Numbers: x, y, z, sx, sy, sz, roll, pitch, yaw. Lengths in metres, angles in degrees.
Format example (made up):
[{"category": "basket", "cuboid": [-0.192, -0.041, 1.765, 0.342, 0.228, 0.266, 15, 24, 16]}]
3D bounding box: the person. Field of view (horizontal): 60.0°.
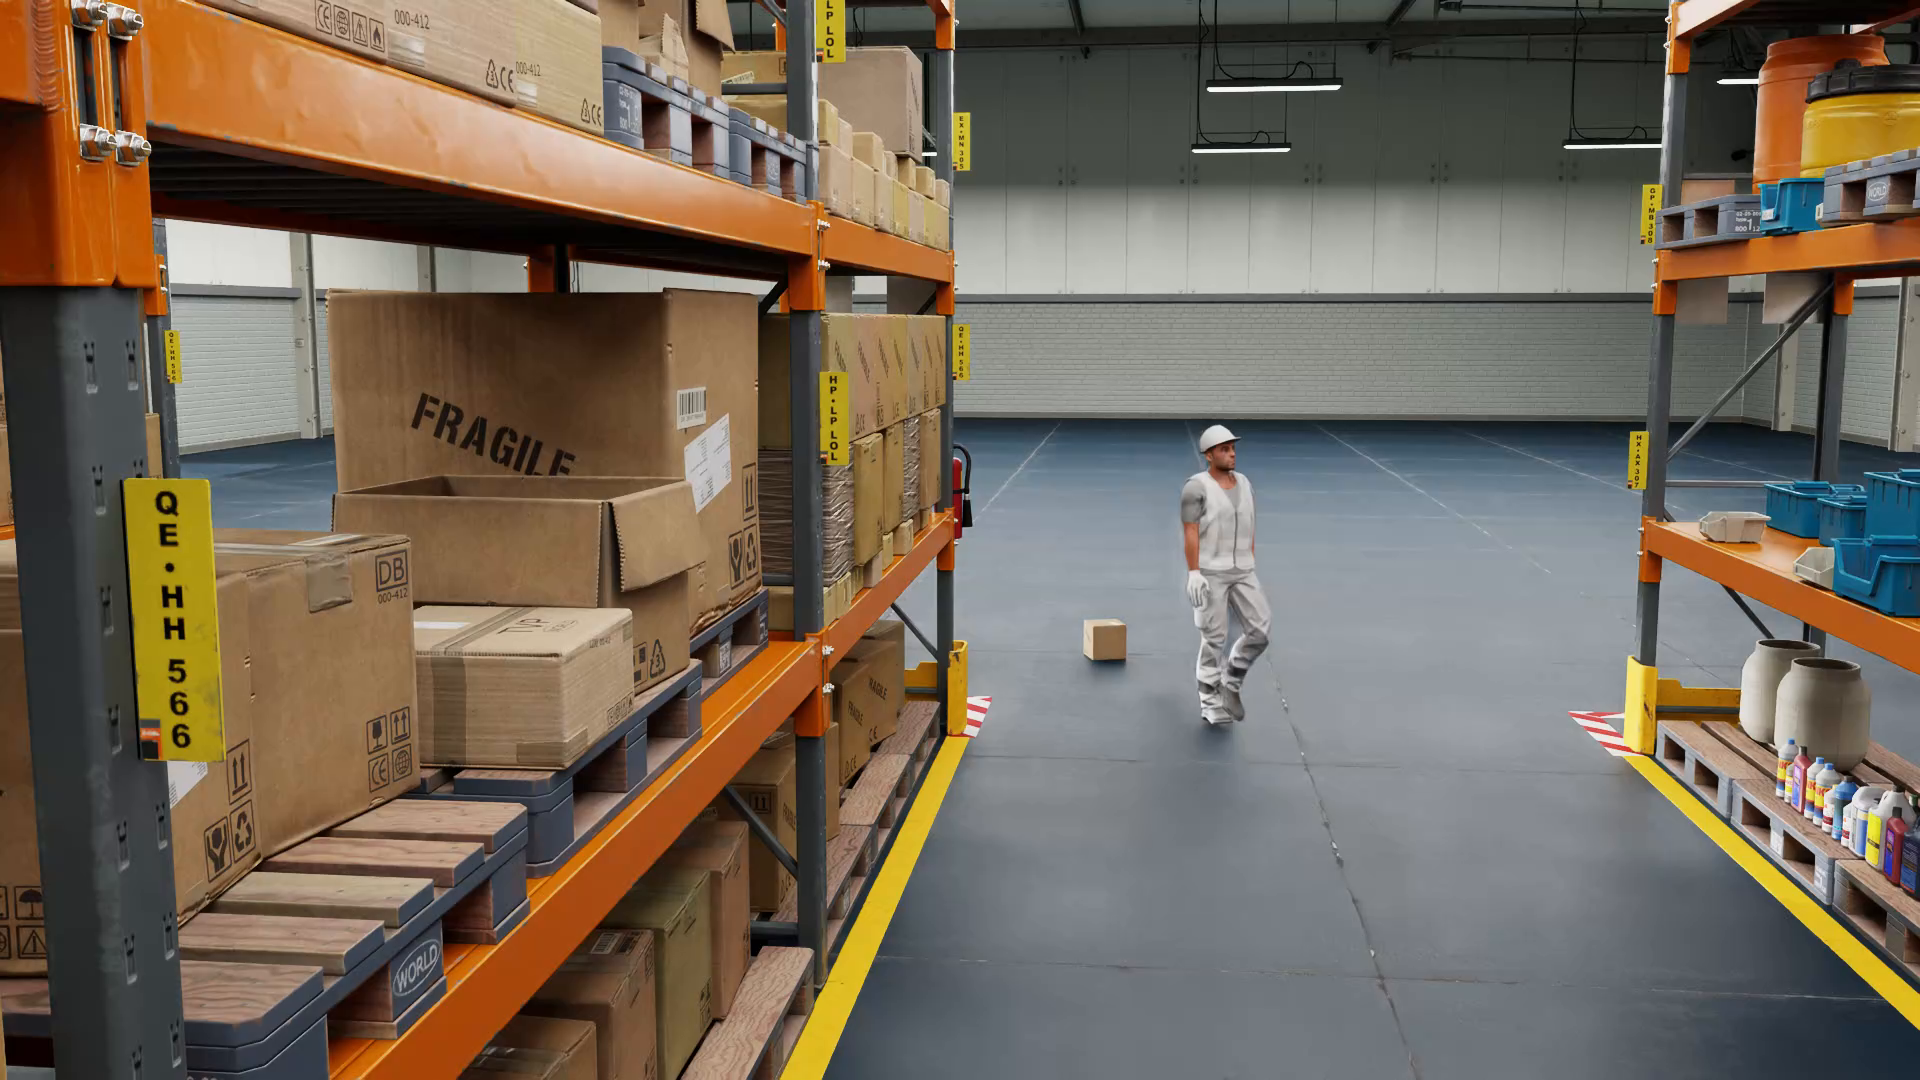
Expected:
[{"category": "person", "cuboid": [1.576, 0.219, 9.882, 0.552, 1.790, 0.455, -3, 8, -22]}]
